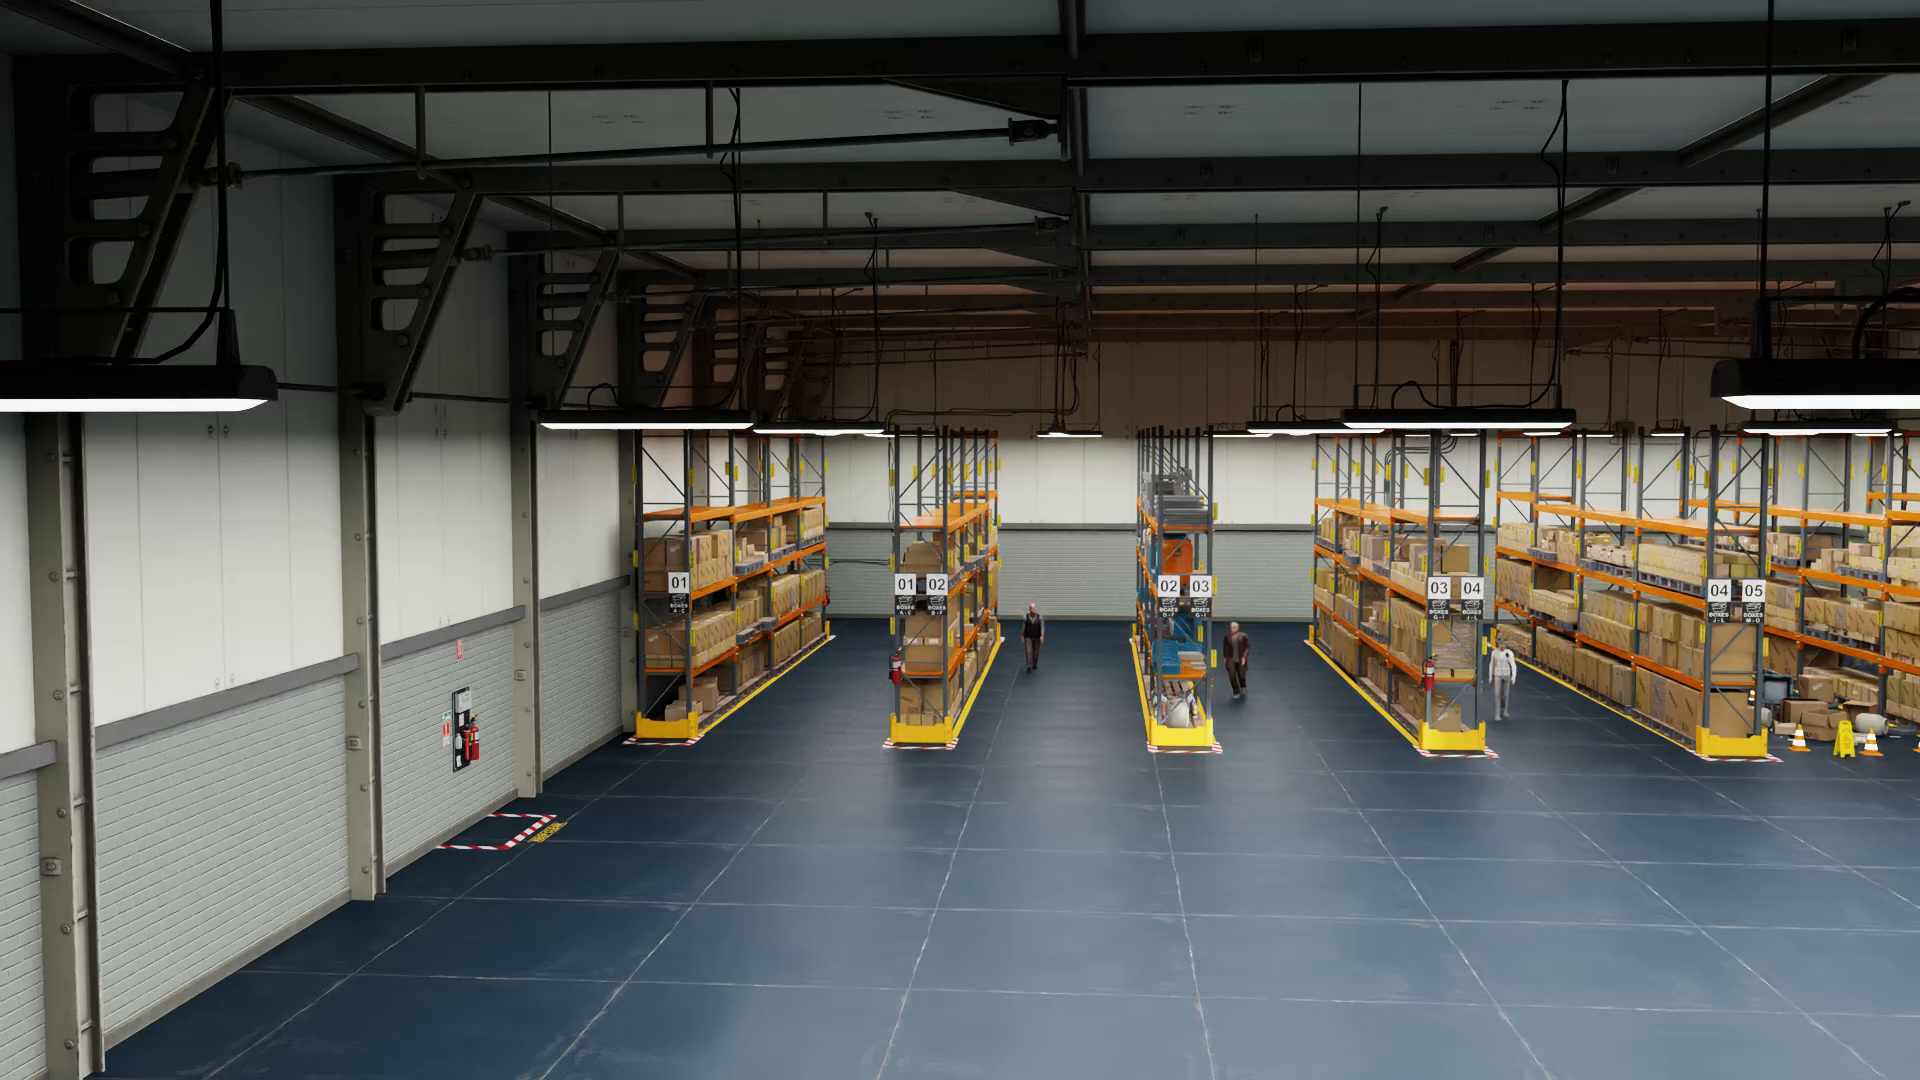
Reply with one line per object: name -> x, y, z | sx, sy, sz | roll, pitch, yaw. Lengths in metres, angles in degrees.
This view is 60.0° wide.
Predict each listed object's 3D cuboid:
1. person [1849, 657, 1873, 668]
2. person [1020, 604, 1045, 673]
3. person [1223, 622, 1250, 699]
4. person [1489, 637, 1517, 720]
person -> 22.677, 2.403, 41.721 | 0.451, 1.724, 0.559 | -1, 4, -15
person -> 1.799, 2.405, 40.882 | 0.581, 1.653, 1.058 | 0, 3, -5
person -> 6.163, 2.656, 37.051 | 0.620, 1.695, 0.849 | 1, 4, 18
person -> 11.173, 2.841, 34.242 | 0.539, 1.698, 0.596 | 1, 4, 21
